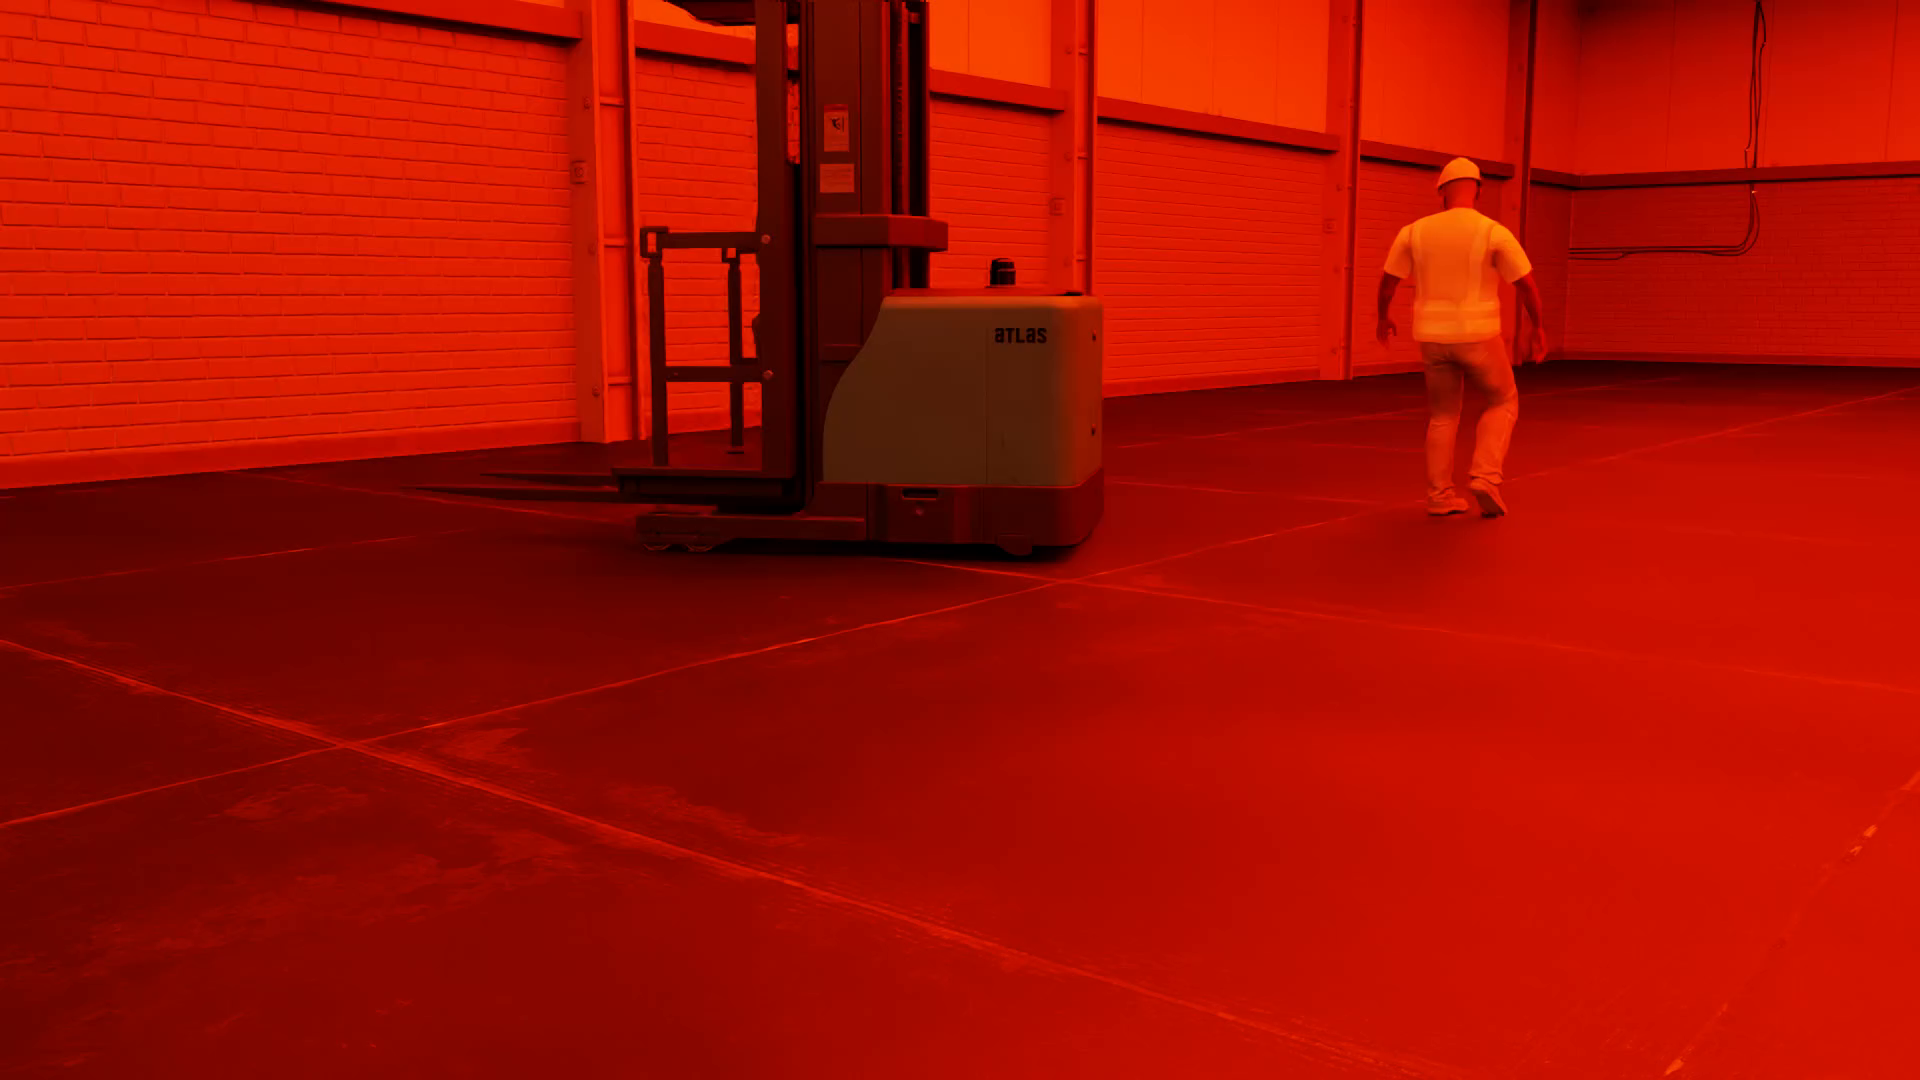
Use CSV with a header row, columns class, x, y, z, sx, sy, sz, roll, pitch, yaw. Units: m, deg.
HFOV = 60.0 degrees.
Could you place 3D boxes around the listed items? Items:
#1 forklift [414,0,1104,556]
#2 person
class,x,y,z,sx,sy,sz,roll,pitch,yaw
forklift,-0.910,-1.470,7.325,3.031,2.935,1.130,2,8,11
person,2.440,-0.988,8.231,0.858,1.761,0.499,7,11,41
